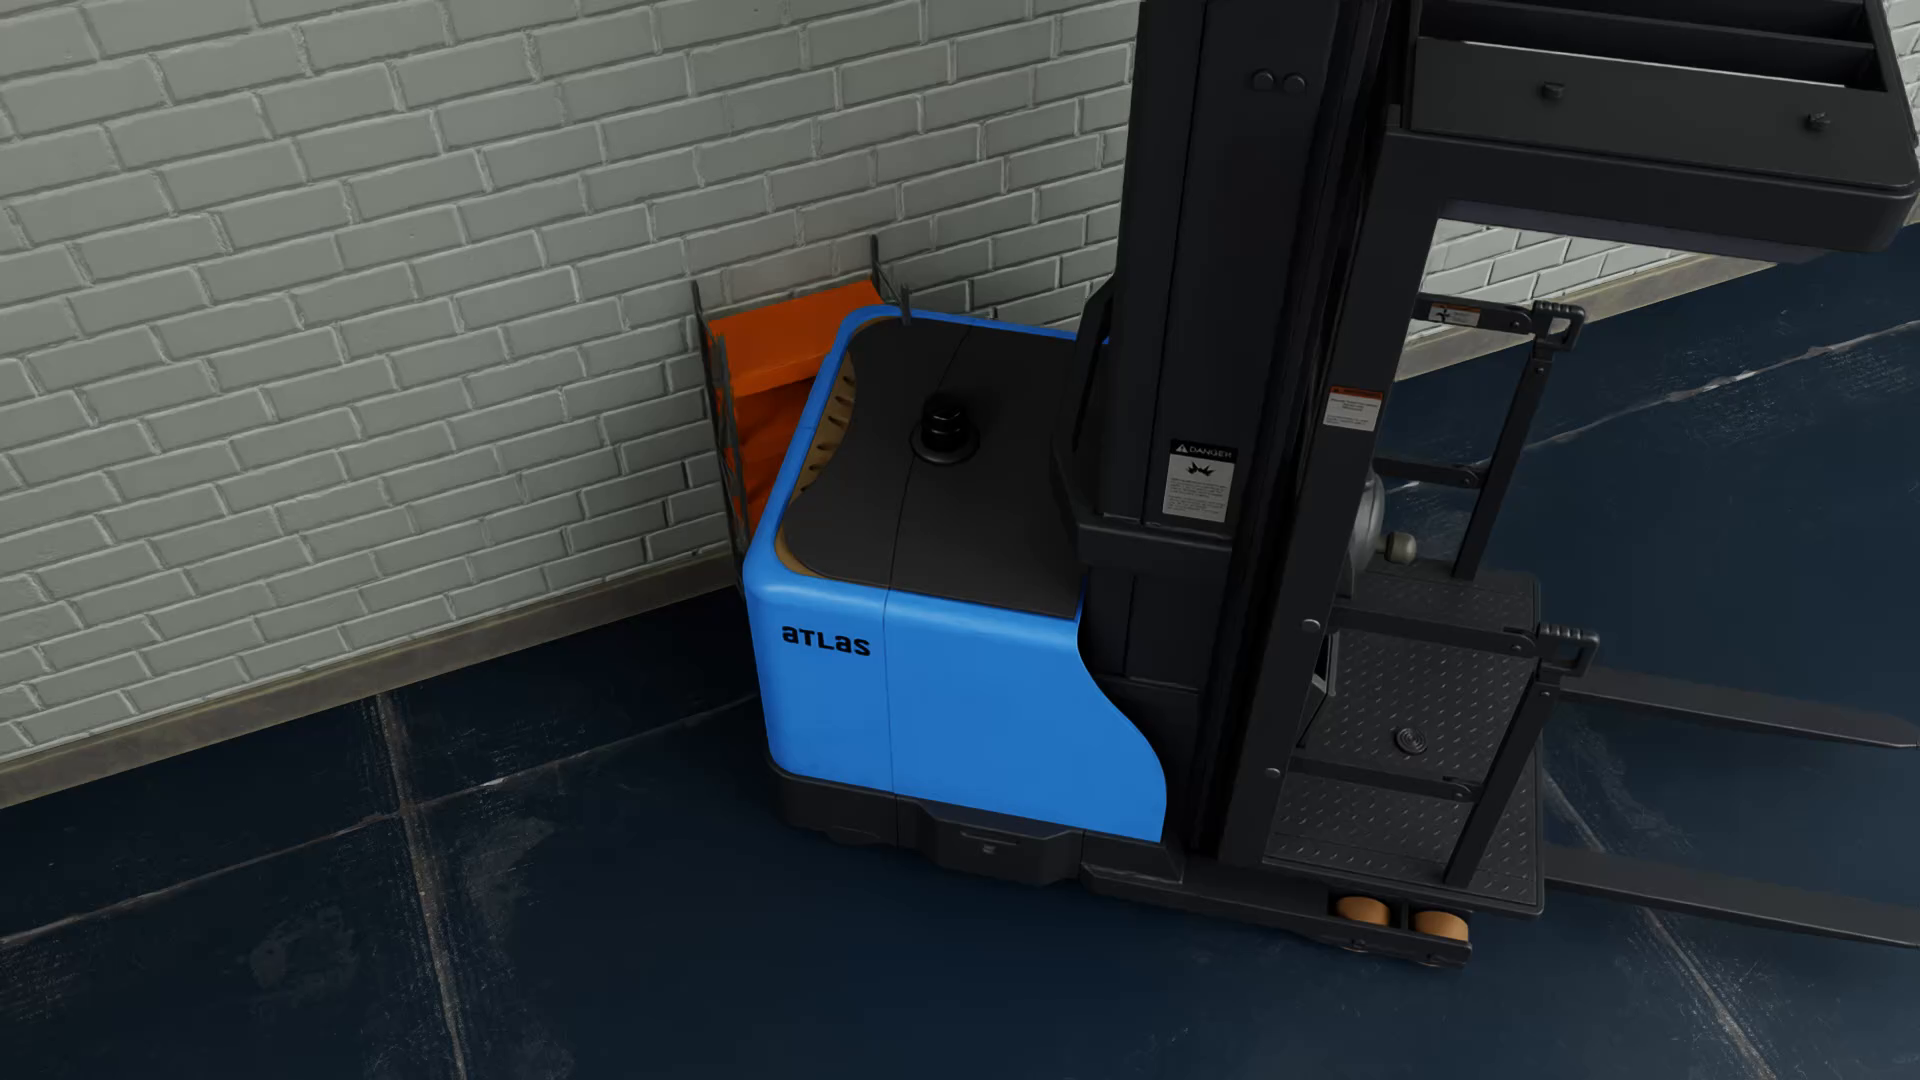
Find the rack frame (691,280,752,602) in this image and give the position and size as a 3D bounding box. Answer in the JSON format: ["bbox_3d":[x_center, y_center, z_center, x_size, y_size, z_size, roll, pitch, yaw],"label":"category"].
[{"bbox_3d":[-0.631,-0.172,4.594,0.015,1.200,0.240,-18,50,-15],"label":"rack frame"}]

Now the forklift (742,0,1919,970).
[{"bbox_3d":[1.055,-0.296,3.572,3.031,2.935,1.130,9,50,8],"label":"forklift"}]

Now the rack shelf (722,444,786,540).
[{"bbox_3d":[-0.406,-0.198,4.708,0.480,0.148,0.258,-18,50,-15],"label":"rack shelf"}]

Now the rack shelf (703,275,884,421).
[{"bbox_3d":[-0.407,-0.508,4.368,0.480,0.148,0.258,-18,50,-15],"label":"rack shelf"}]

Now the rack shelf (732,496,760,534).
[{"bbox_3d":[-0.406,-0.064,4.855,0.480,0.148,0.258,-18,50,-15],"label":"rack shelf"}]

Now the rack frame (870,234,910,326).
[{"bbox_3d":[-0.182,-0.314,4.723,0.015,1.200,0.240,-18,50,-15],"label":"rack frame"}]

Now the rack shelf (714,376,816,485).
[{"bbox_3d":[-0.406,-0.349,4.543,0.480,0.148,0.258,-18,50,-15],"label":"rack shelf"}]

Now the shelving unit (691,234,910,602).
[{"bbox_3d":[-0.406,-0.243,4.659,0.503,1.200,0.258,-18,50,-15],"label":"shelving unit"}]
